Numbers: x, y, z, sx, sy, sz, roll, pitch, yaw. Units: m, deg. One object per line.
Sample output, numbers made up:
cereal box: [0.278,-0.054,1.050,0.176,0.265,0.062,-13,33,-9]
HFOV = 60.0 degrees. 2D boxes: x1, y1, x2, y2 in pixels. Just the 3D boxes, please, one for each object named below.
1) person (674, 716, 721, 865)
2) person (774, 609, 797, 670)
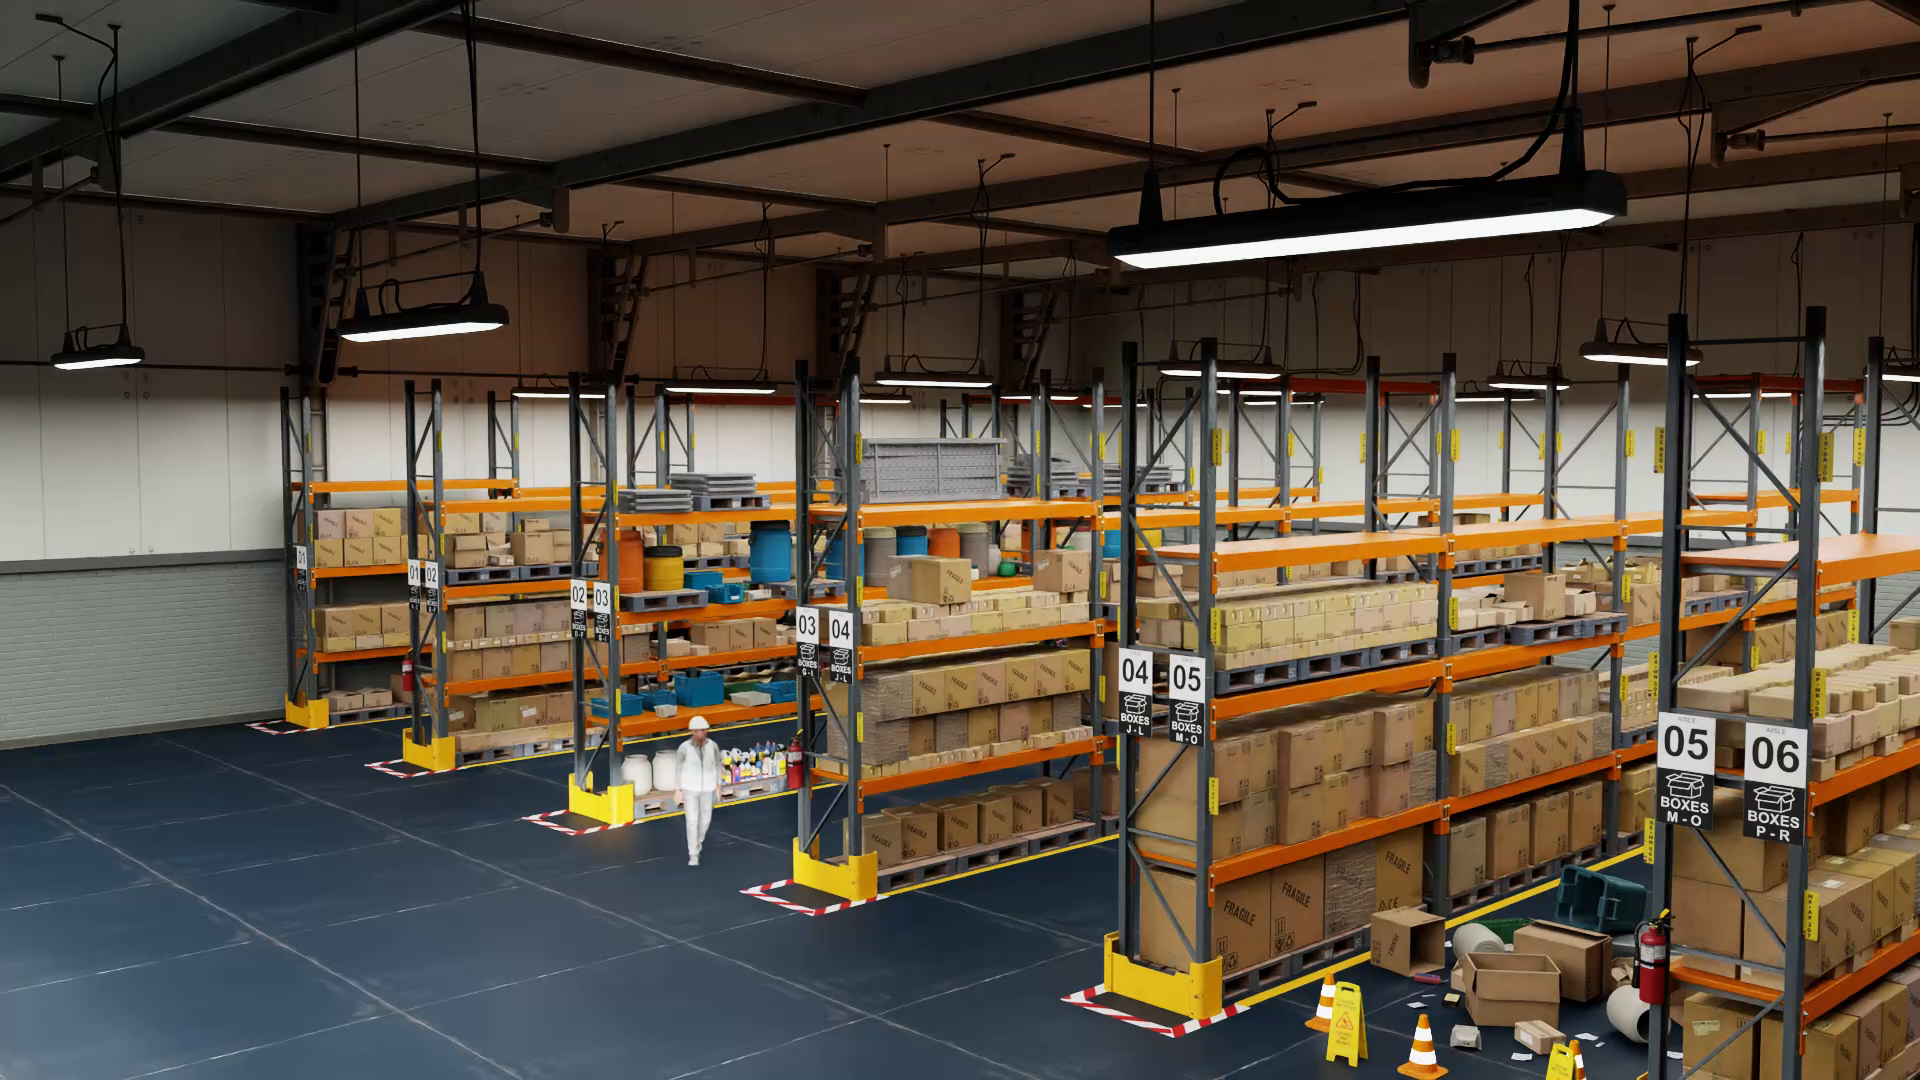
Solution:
person: [-3.174,3.005,20.183,0.579,1.748,0.870,-2,4,-26]
person: [-3.566,1.931,34.801,0.560,1.555,0.679,2,4,25]
